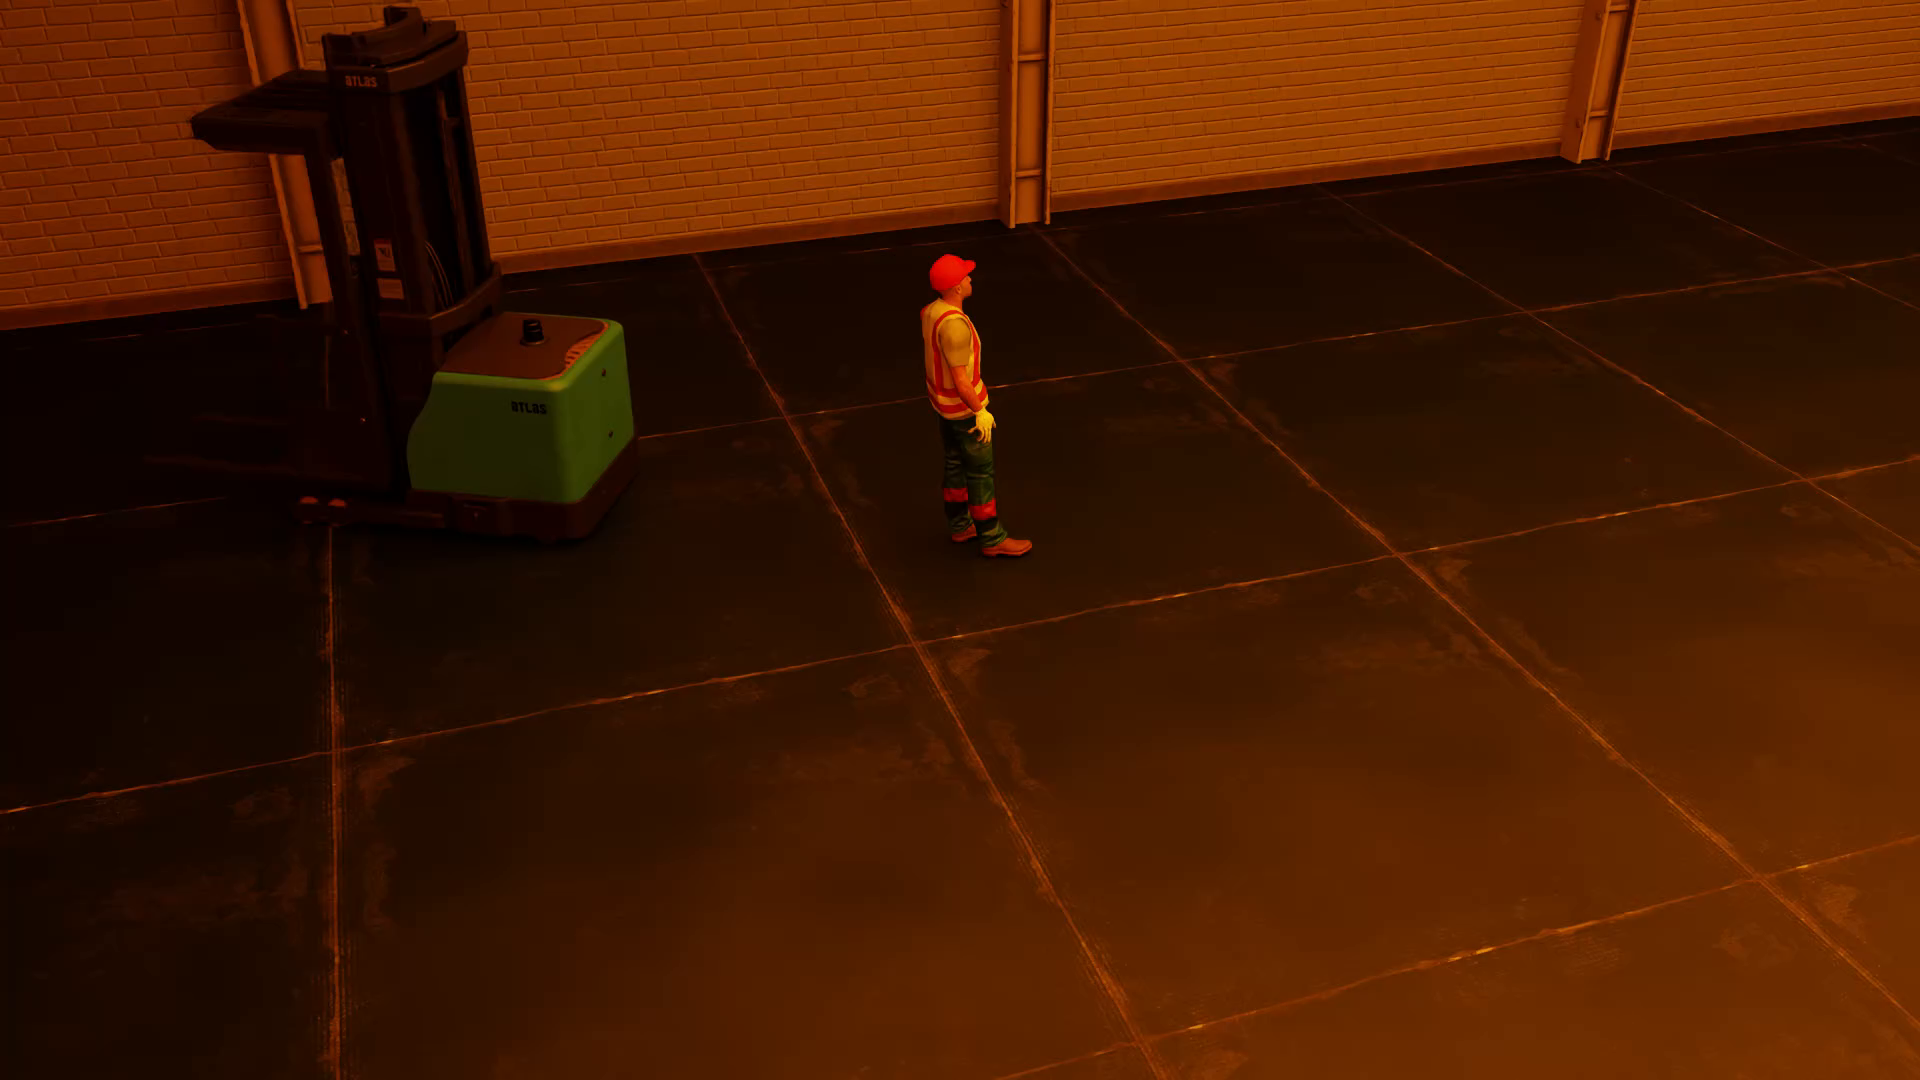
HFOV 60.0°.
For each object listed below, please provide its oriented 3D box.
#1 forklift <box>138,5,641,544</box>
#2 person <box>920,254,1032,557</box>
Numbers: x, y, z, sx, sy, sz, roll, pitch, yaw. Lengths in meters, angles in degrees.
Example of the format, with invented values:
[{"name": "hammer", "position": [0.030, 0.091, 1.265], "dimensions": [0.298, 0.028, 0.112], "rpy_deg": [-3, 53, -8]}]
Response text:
[{"name": "forklift", "position": [-3.623, -1.601, 9.870], "dimensions": [3.031, 2.935, 1.130], "rpy_deg": [6, 30, 10]}, {"name": "person", "position": [0.080, -0.789, 9.588], "dimensions": [0.564, 1.787, 0.637], "rpy_deg": [-10, 31, -16]}]
